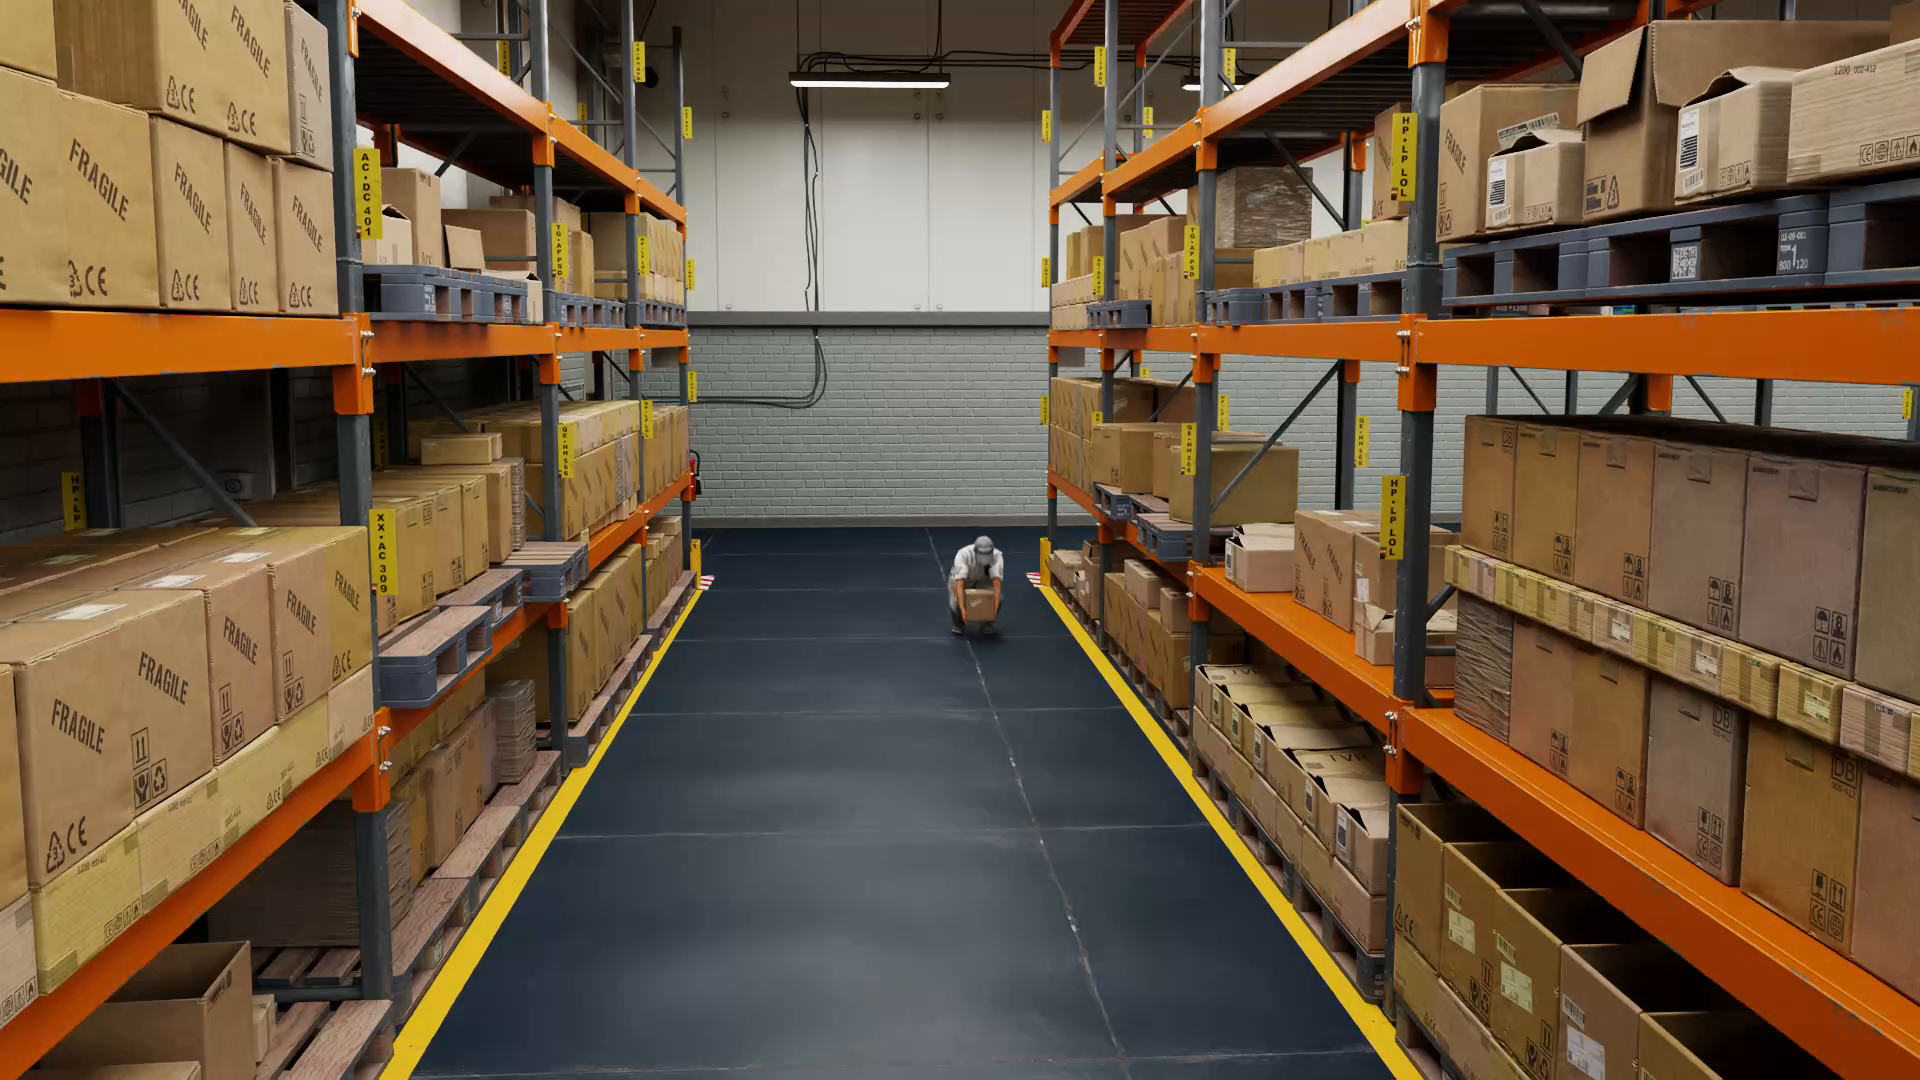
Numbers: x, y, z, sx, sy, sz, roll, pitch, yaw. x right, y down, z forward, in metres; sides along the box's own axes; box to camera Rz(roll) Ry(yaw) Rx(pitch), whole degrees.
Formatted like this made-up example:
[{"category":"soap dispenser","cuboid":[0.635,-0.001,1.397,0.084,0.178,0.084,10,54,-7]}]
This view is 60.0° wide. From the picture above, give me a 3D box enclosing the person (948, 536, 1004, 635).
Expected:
[{"category":"person","cuboid":[0.142,0.410,15.408,0.505,0.951,0.867,-1,7,-5]}]
